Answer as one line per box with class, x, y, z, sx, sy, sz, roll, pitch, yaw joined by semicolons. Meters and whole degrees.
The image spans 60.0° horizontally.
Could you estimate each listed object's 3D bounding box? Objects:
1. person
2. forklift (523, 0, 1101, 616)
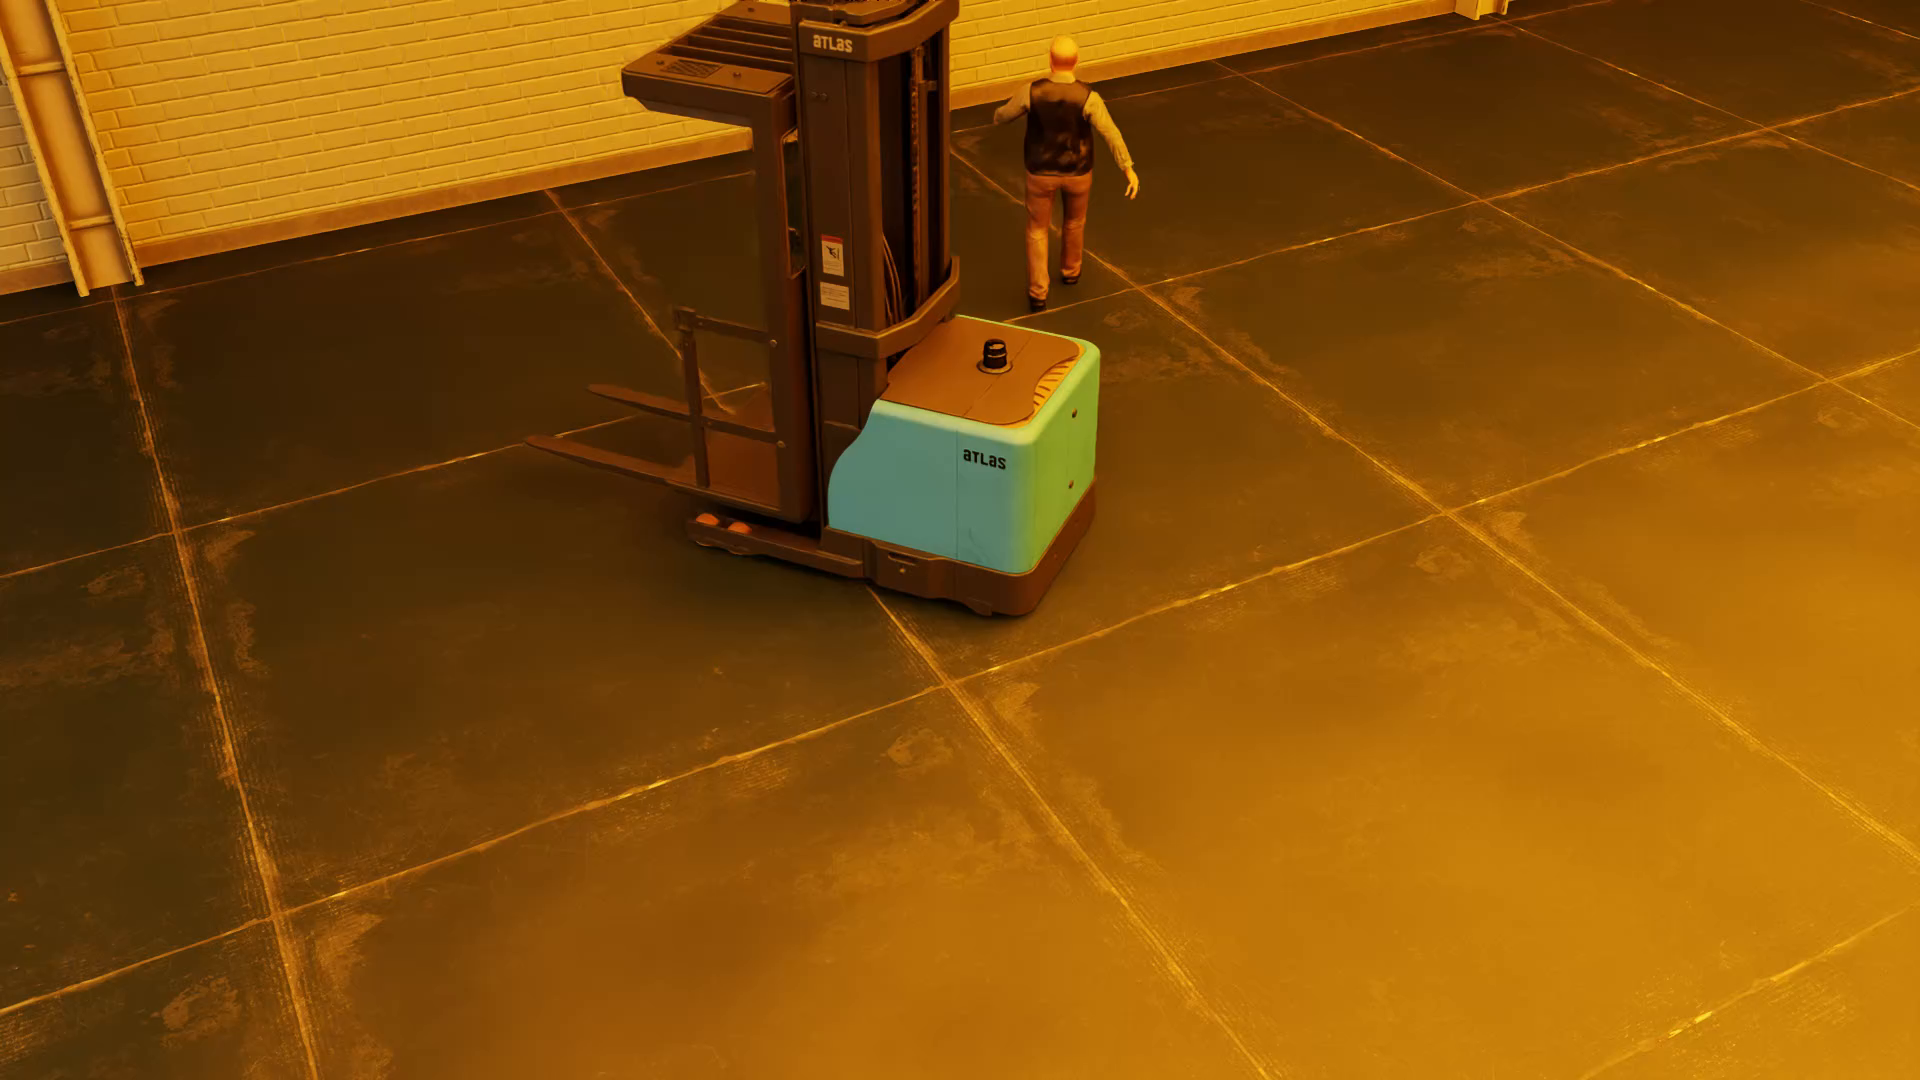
person;0.661;-2.350;10.534;0.943;1.701;0.756;3;35;5
forklift;-0.858;-1.382;8.078;3.031;2.935;1.130;14;38;19
